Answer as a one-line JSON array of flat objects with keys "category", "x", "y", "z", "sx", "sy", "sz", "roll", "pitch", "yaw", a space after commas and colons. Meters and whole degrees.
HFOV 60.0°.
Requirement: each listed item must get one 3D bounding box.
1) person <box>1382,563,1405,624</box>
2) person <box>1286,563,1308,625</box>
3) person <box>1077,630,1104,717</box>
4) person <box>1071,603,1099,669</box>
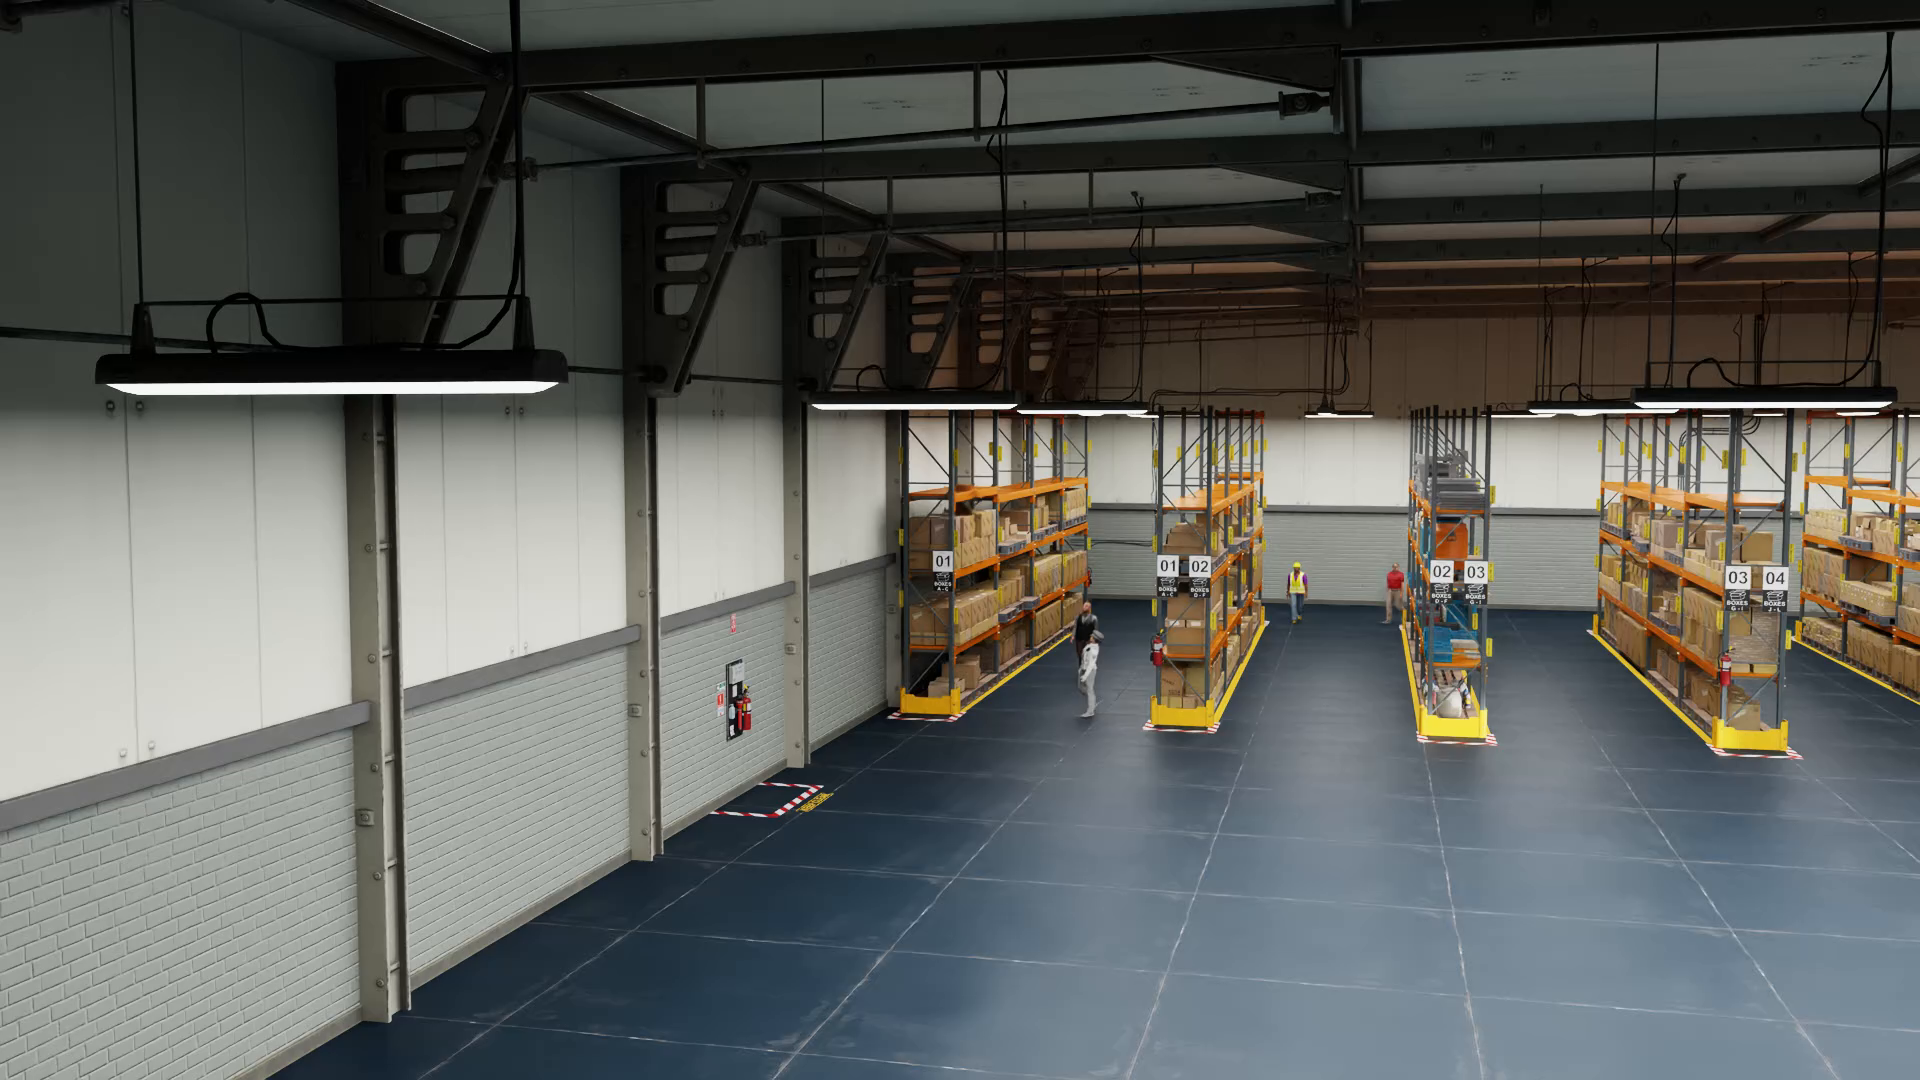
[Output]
[{"category": "person", "x": 12.279, "y": 1.495, "z": 46.950, "sx": 0.546, "sy": 1.705, "sz": 0.833, "roll": 4, "pitch": 5, "yaw": 41}, {"category": "person", "x": 9.524, "y": 1.503, "z": 46.969, "sx": 0.586, "sy": 1.724, "sz": 1.080, "roll": 1, "pitch": 4, "yaw": 9}, {"category": "person", "x": 2.517, "y": 2.566, "z": 32.322, "sx": 0.487, "sy": 1.672, "sz": 0.598, "roll": -1, "pitch": 4, "yaw": -15}, {"category": "person", "x": 2.775, "y": 2.236, "z": 36.958, "sx": 0.608, "sy": 1.679, "sz": 0.976, "roll": 1, "pitch": 4, "yaw": 9}]
